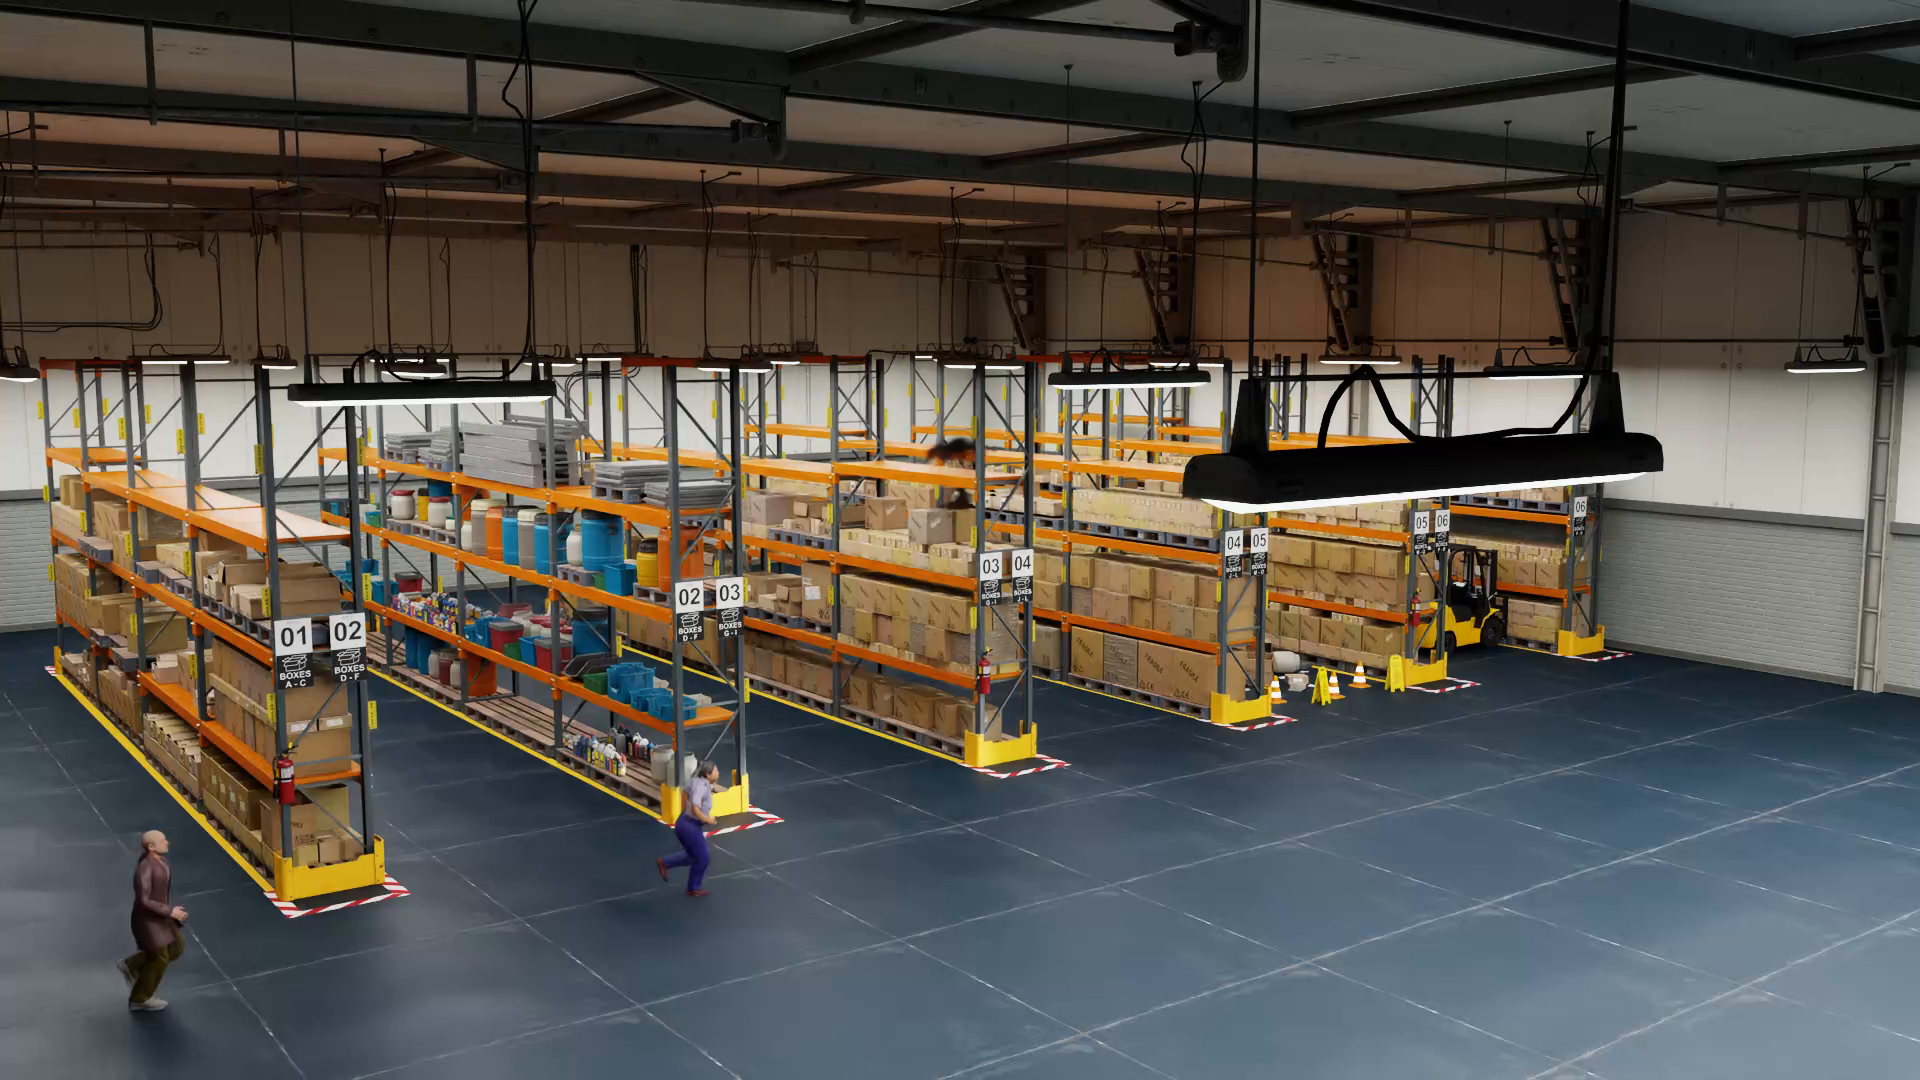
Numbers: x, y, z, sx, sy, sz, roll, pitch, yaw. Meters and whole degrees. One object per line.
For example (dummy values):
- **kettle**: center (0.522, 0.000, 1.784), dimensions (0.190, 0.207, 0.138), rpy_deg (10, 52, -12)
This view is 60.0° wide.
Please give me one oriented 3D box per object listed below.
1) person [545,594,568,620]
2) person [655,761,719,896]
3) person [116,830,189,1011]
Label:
- **person**: center (-7.953, 1.714, 32.711), dimensions (0.936, 1.384, 0.599), rpy_deg (5, 9, 37)
- **person**: center (-3.086, 3.311, 18.926), dimensions (0.707, 1.593, 0.597), rpy_deg (-1, 7, -7)
- **person**: center (-7.666, 3.592, 15.781), dimensions (0.690, 1.726, 0.733), rpy_deg (-1, 7, -12)
